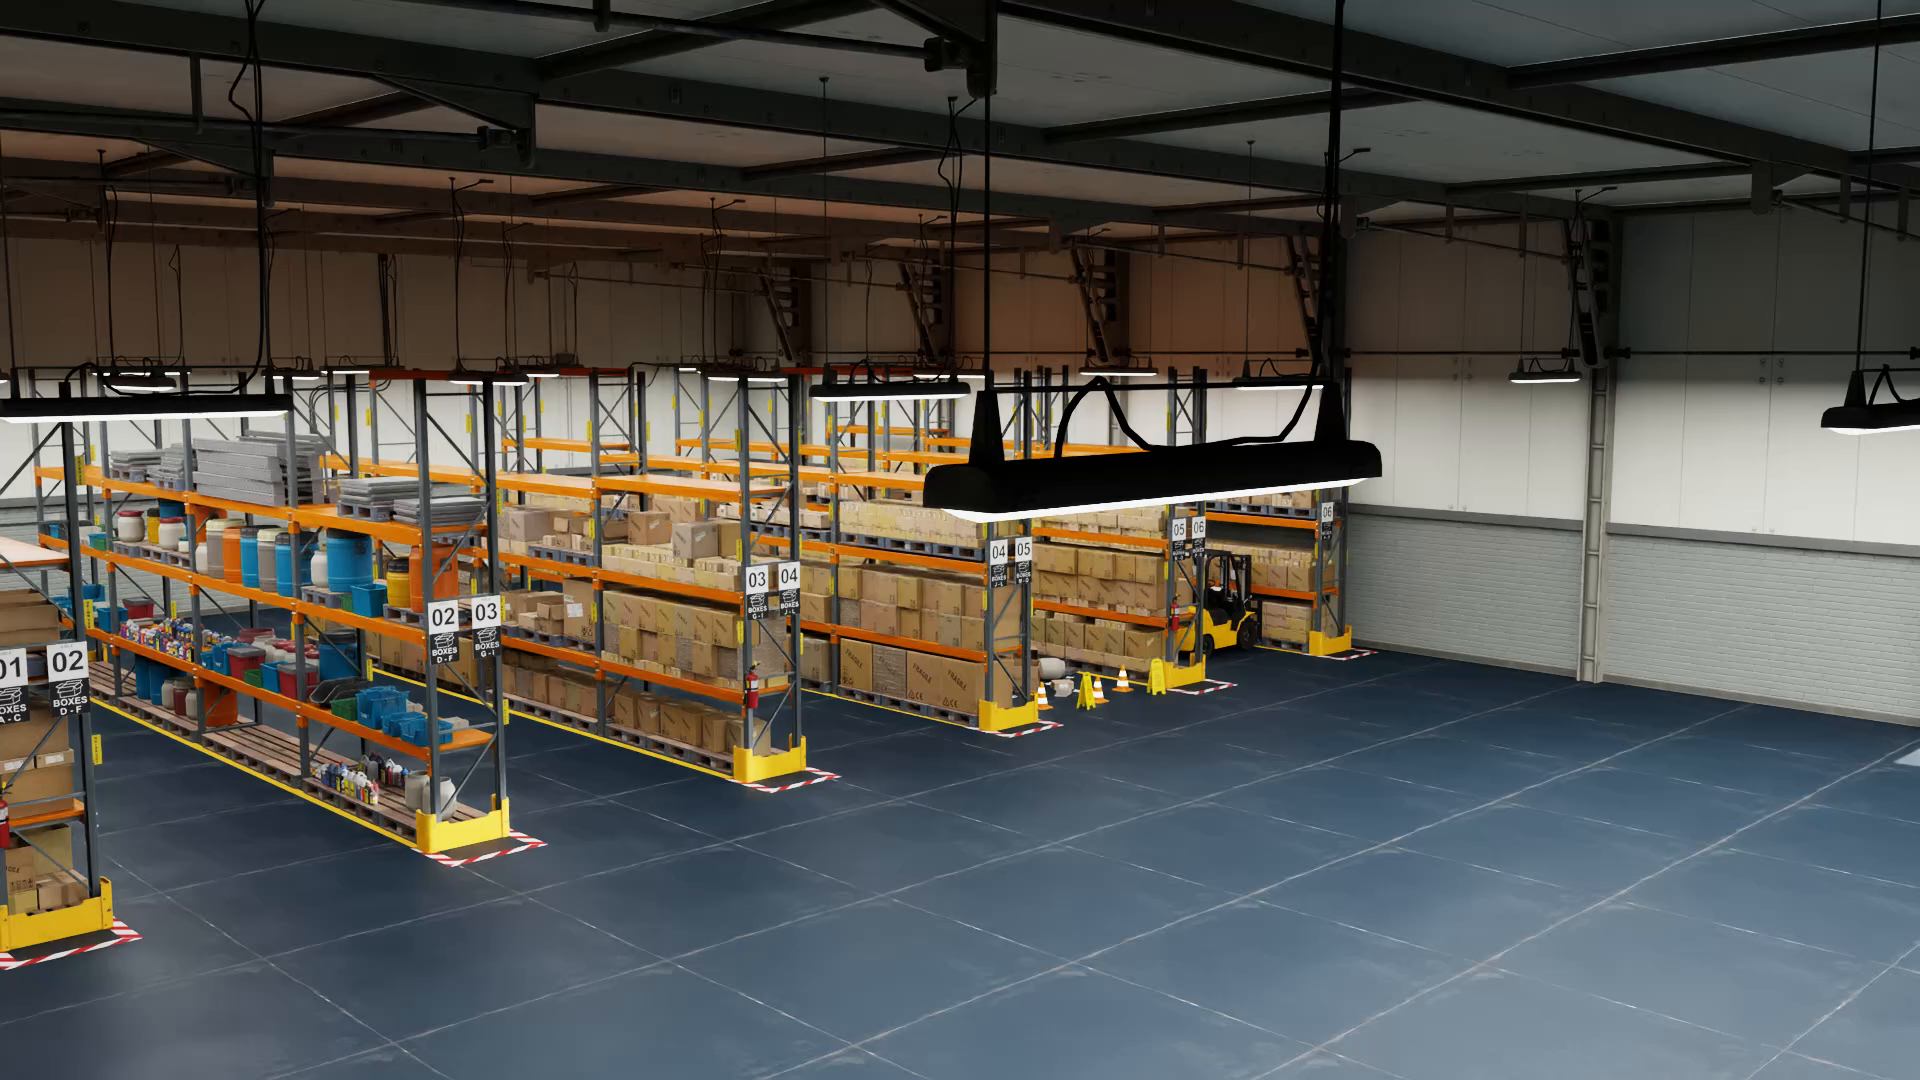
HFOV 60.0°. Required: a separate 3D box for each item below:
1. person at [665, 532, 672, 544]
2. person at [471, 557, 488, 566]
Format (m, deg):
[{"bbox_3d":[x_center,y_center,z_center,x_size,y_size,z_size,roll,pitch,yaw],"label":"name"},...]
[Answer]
[{"bbox_3d":[-7.740,0.471,44.492,0.457,1.663,0.555,1,6,7],"label":"person"},{"bbox_3d":[-12.559,0.523,43.705,0.595,1.754,0.929,2,7,19],"label":"person"}]
